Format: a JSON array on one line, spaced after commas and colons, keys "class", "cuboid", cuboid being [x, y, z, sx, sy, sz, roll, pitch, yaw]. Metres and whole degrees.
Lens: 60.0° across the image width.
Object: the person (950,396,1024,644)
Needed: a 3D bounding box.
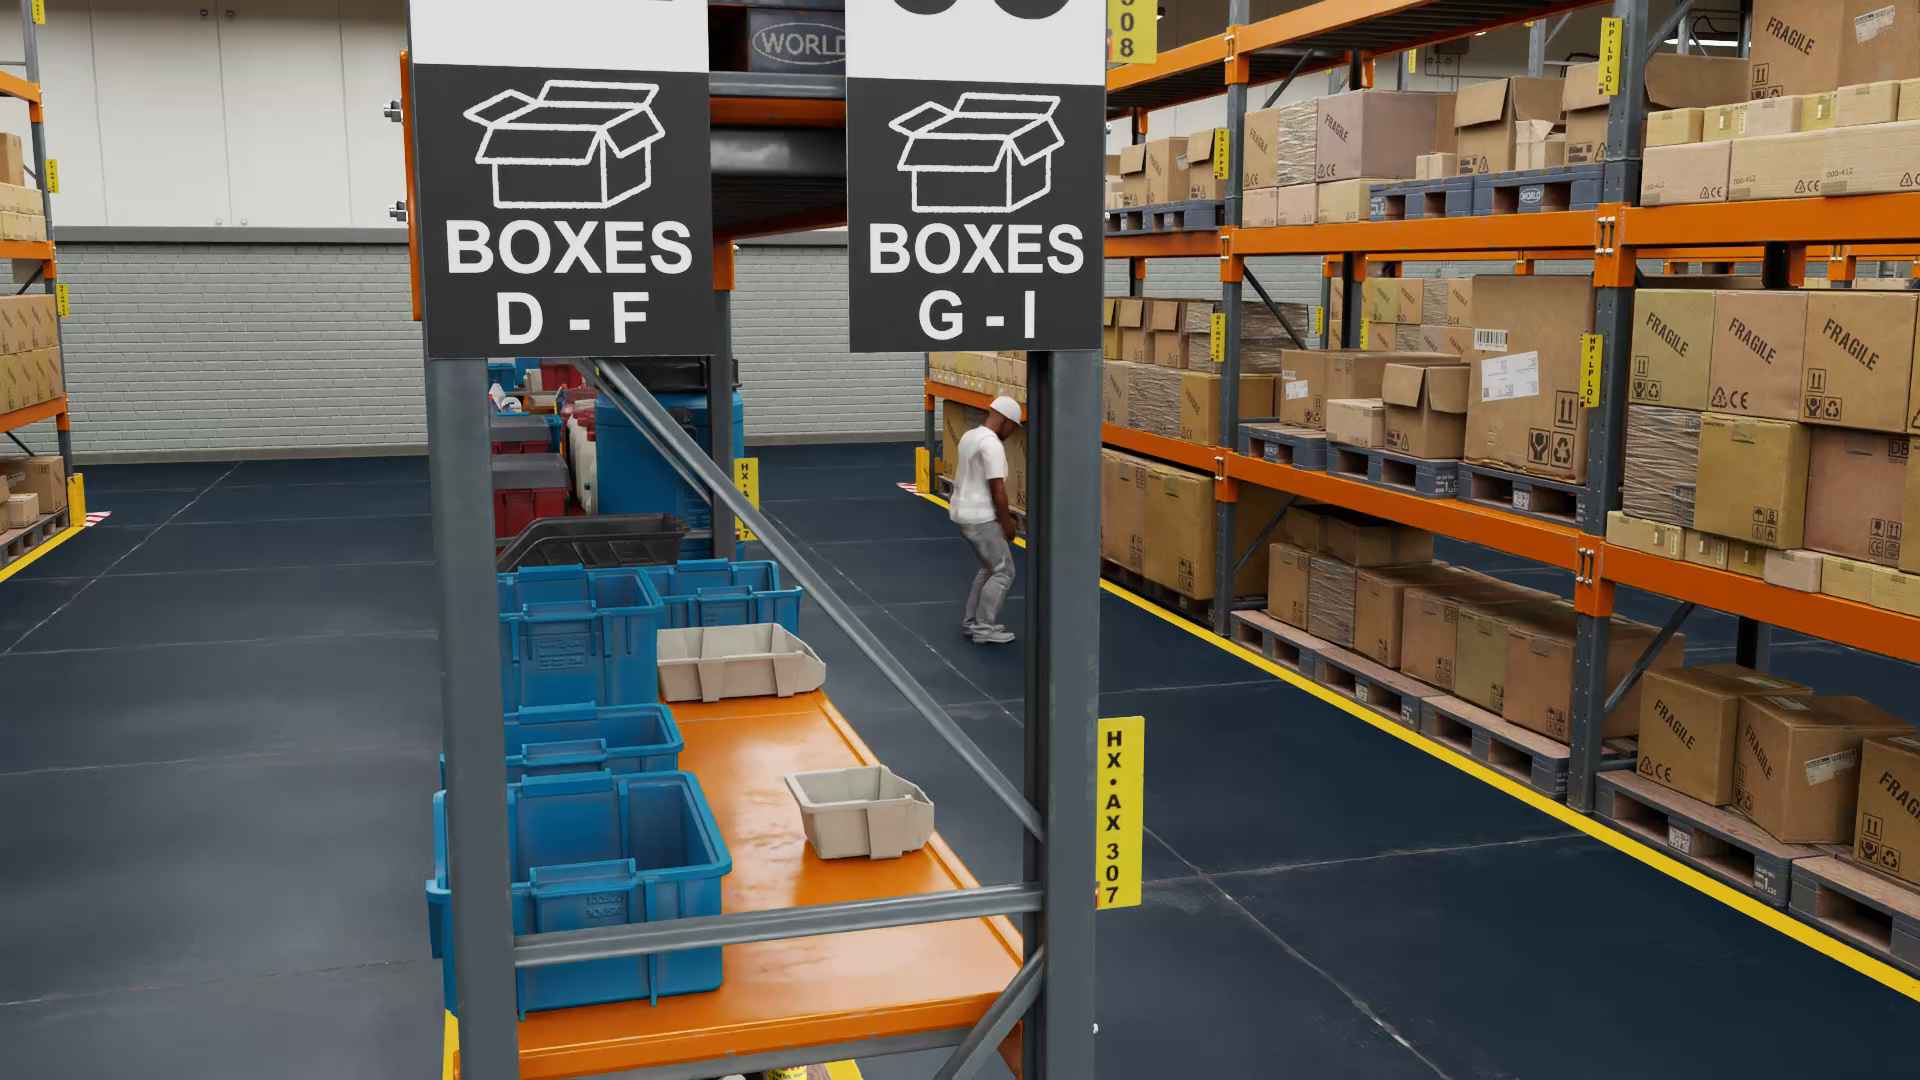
[{"class": "person", "cuboid": [0.192, -0.150, 11.499, 0.511, 1.682, 0.602, -2, 9, -15]}]
